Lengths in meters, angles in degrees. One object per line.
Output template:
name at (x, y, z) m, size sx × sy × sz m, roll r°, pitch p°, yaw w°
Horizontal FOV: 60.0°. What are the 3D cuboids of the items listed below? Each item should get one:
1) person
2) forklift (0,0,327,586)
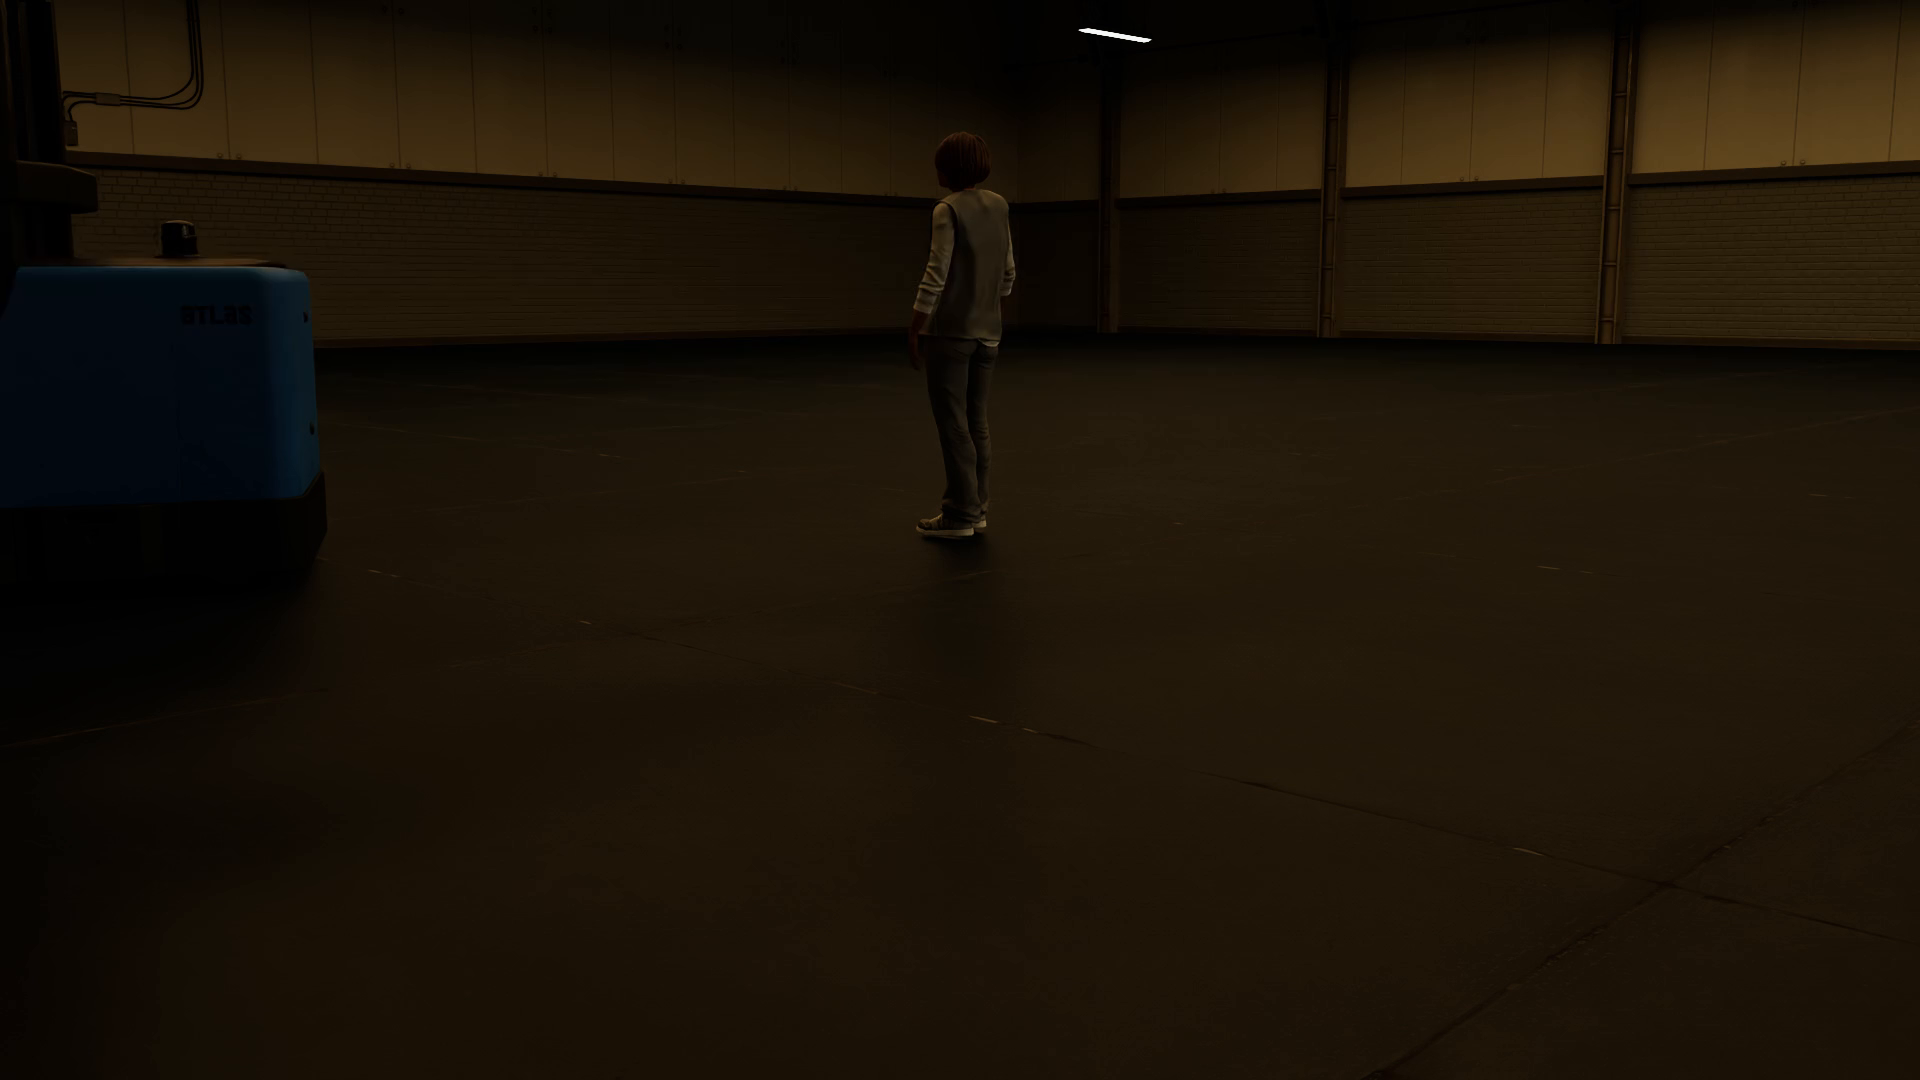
person at (-0.043, -0.806, 6.658) m, size 0.475 × 1.596 × 0.521 m, roll 8°, pitch 12°, yaw 43°
forklift at (-3.786, -1.287, 5.423) m, size 3.031 × 2.935 × 1.130 m, roll -3°, pitch 9°, yaw -17°
